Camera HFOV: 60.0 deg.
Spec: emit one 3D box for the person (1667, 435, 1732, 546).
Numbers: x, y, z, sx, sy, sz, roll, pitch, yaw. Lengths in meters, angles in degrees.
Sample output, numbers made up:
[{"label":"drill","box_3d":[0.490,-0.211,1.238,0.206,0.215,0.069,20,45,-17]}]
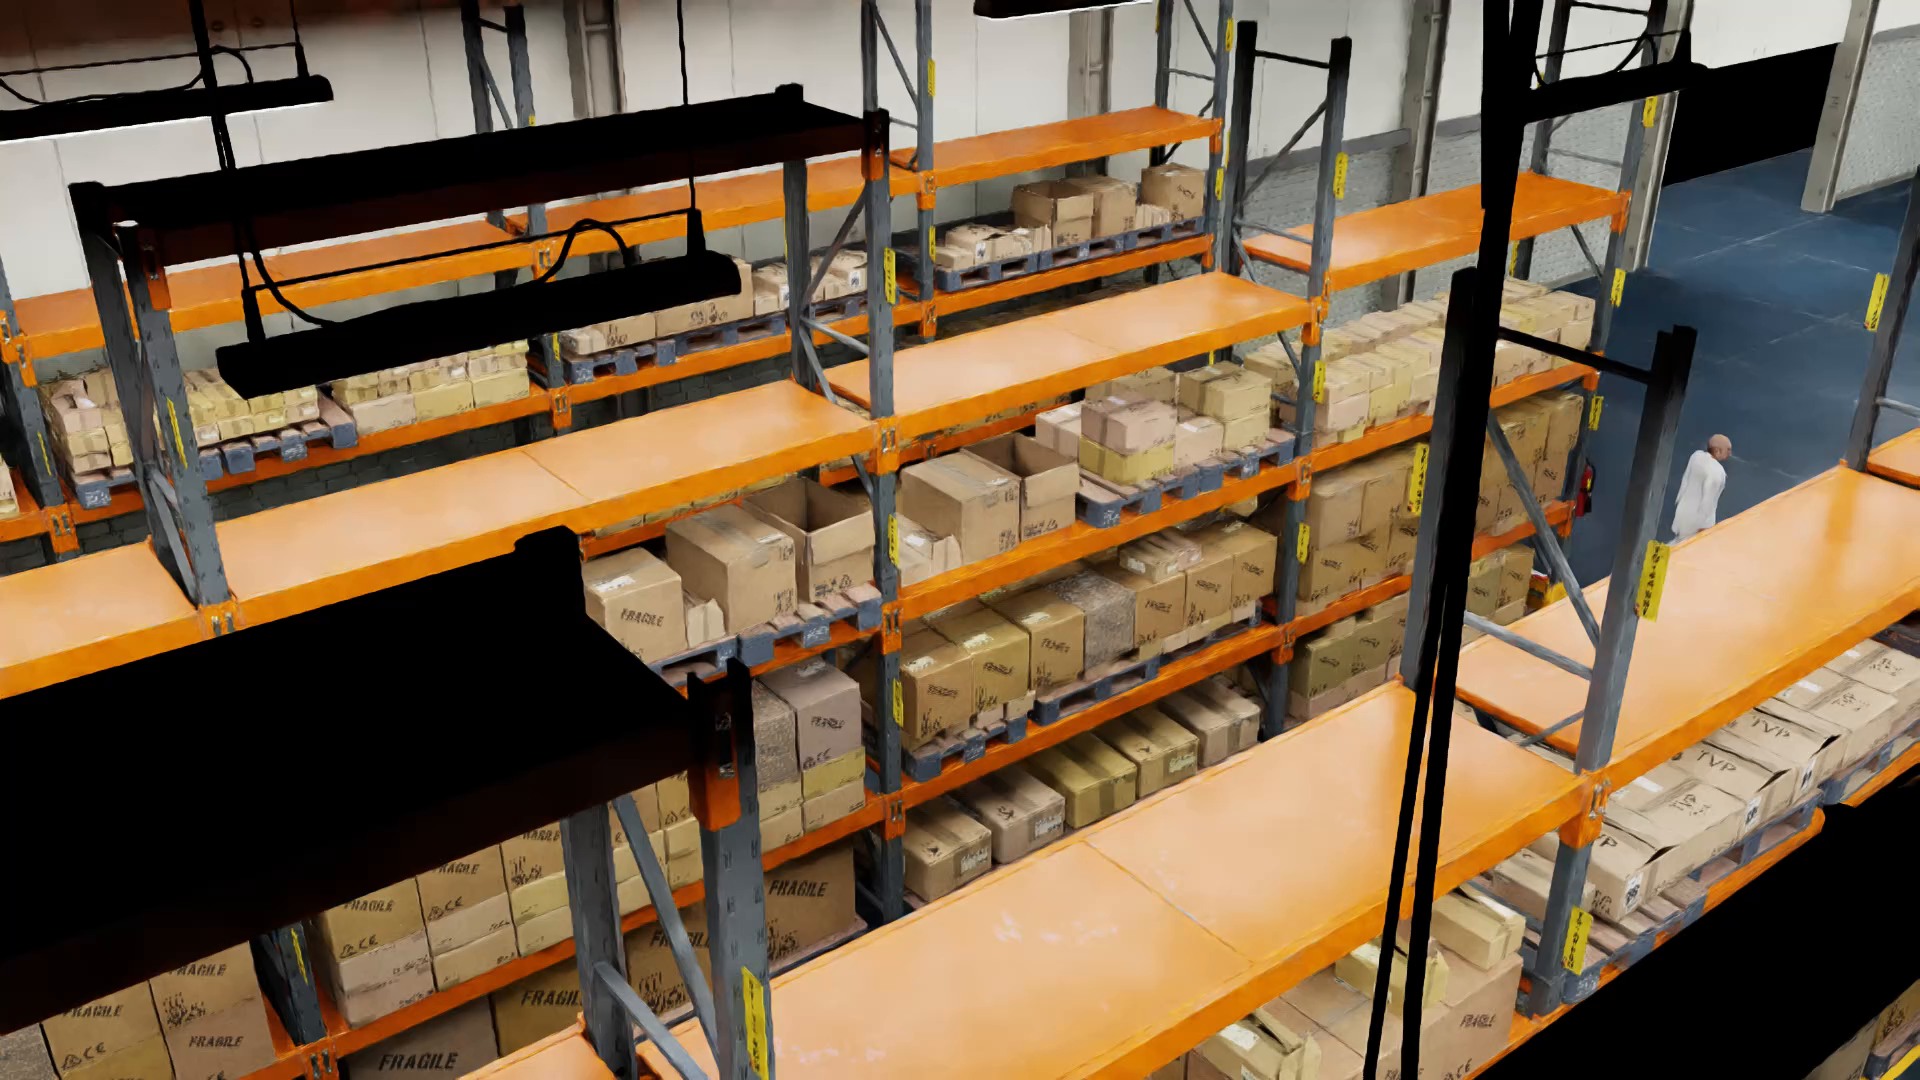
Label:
[{"label":"person","box_3d":[7.262,-0.246,16.615,0.607,1.770,0.622,-1,26,-2]}]
